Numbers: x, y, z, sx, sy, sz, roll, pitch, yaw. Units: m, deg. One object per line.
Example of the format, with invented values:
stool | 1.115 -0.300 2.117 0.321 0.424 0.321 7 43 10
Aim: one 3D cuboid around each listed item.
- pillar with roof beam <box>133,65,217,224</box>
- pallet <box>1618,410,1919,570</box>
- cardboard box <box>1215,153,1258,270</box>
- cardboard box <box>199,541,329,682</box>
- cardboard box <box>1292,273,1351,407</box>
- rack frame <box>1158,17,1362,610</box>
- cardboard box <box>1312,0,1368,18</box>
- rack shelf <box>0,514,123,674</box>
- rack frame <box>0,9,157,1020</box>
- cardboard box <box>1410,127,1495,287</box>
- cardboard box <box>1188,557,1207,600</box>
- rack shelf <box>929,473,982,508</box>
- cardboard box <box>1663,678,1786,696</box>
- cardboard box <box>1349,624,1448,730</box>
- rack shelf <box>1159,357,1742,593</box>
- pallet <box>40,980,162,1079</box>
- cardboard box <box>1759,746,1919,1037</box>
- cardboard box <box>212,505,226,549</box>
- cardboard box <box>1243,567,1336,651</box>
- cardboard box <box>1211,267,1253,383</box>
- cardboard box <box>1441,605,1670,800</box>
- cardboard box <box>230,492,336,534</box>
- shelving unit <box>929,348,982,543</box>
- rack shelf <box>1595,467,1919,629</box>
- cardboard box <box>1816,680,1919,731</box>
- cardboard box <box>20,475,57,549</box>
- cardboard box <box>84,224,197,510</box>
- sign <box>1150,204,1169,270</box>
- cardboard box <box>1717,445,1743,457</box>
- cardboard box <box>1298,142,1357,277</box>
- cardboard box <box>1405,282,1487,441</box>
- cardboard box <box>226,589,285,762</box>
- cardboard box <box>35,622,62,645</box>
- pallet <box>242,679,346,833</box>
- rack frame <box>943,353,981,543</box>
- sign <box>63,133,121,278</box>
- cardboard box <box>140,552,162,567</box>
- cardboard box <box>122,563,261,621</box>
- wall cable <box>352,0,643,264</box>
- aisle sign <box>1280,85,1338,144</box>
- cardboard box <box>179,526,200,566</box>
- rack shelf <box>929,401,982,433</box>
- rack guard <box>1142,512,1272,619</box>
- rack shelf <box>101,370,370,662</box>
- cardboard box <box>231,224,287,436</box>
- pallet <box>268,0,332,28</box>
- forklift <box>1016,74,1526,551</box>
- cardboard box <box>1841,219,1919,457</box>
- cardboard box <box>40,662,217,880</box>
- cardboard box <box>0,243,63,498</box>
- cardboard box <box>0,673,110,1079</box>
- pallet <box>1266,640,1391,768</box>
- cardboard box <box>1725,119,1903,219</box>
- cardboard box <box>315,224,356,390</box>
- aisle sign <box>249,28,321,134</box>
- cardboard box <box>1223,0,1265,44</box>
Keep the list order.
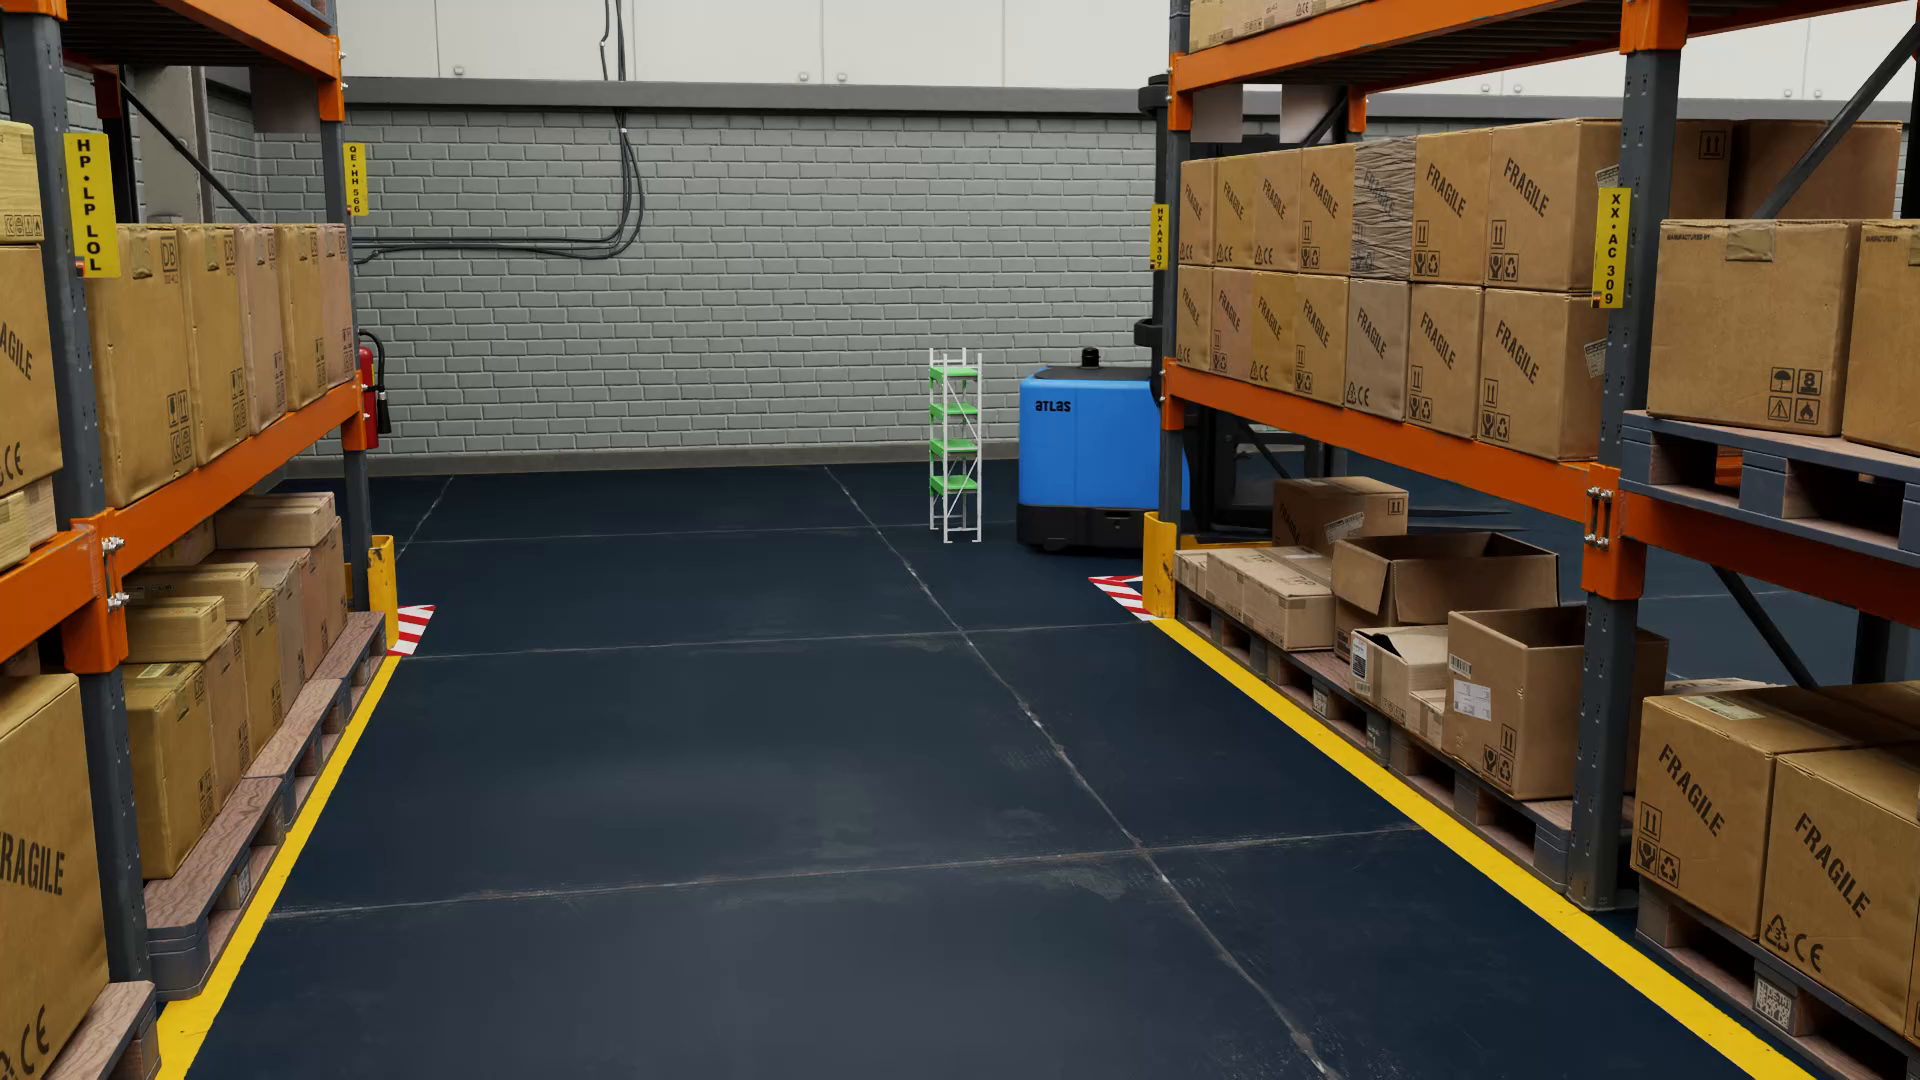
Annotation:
pillar with roof beam | -0.462 -4.519 10.370 9.100 9.000 0.400 -2 11 -11
pallet | 2.374 -0.154 3.995 1.003 0.211 1.213 -2 11 -11
cardboard box | 1.484 -1.486 7.539 0.500 0.500 0.500 -2 11 -10
cardboard box | -2.979 0.287 6.729 0.700 0.500 0.500 -2 11 -11
cardboard box | 1.671 -0.812 6.673 0.500 0.500 0.500 -2 11 -10
rack frame | 1.547 -1.132 8.622 1.000 3.000 0.127 -2 11 -11
cardboard box | 1.685 -2.153 6.366 0.500 0.250 0.500 -2 11 -11
rack shelf | -2.144 0.502 1.958 1.077 0.370 4.000 -2 11 -11
rack frame | -2.533 -0.218 3.818 1.000 3.000 0.127 -2 11 -11
cardboard box | 1.871 -1.116 5.596 0.500 0.500 0.500 -2 11 -12
cardboard box | 1.340 0.179 8.136 0.380 0.166 0.250 -2 11 -11
rack shelf | -0.032 -0.321 10.801 0.258 0.148 0.480 -2 11 -11
cardboard box | 2.456 0.621 5.424 0.500 0.311 0.500 -2 11 -11
cardboard box | 1.791 0.474 6.196 0.500 0.311 0.500 -2 11 -11
rack shelf | 1.936 -0.412 6.763 1.077 0.370 4.000 -2 11 -11
pallet | -2.309 1.291 3.350 1.003 0.211 1.213 -2 11 -11
cardboard box | 2.295 0.808 3.936 0.500 0.500 0.500 -2 11 -10
cardboard box | -3.198 -0.046 6.745 0.380 0.149 0.250 -2 11 -11
cardboard box | 1.570 0.296 7.297 0.500 0.250 0.500 -2 11 -11
cardboard box | 1.481 -0.996 7.639 0.500 0.500 0.500 -2 11 -12
cardboard box | 1.936 0.519 5.455 0.500 0.500 0.500 -2 11 -11
cardboard box | -2.873 -0.107 7.062 0.380 0.149 0.250 -2 11 -12
shelving unit | -0.032 -0.620 10.744 0.258 1.200 0.503 -2 11 -11
rack shelf | 2.714 0.322 2.908 1.077 0.370 4.000 -2 11 -11
cardboard box | 2.703 0.693 4.540 0.500 0.500 0.500 -2 11 -11
cardboard box | -2.189 -0.052 3.568 0.380 0.149 0.250 -2 11 -10
cardboard box | -2.622 -0.465 4.316 0.980 0.700 0.700 -2 11 -10
sign | 1.015 -1.538 8.438 0.100 0.325 0.005 -2 11 -11
cardboard box | 2.494 -0.551 5.302 0.500 0.500 0.500 -2 11 -10
cardboard box | 1.676 -1.301 6.567 0.500 0.500 0.500 -2 11 -12
cardboard box | 1.875 -0.625 5.688 0.500 0.500 0.500 -2 11 -9
cardboard box | -2.770 0.477 5.732 0.700 0.500 0.500 -2 11 -10
cardboard box | -2.901 0.233 5.276 0.380 0.149 0.250 -2 11 -13
pallet | -2.845 0.786 6.004 1.003 0.211 1.213 -2 11 -11
rack frame | 0.015 -0.575 10.509 0.240 1.200 0.015 -2 11 -11
sign | -2.002 -0.769 3.830 0.100 0.325 0.005 -2 11 -11
cardboard box | -3.000 0.140 5.768 0.380 0.149 0.250 -2 11 -12
cardboard box | -2.567 0.179 5.560 0.380 0.149 0.250 -2 11 -13
wall cable | -4.060 -3.423 12.920 3.097 2.526 0.112 -2 11 -11
aisle sign | 1.835 -2.433 8.504 0.394 0.787 0.004 -2 11 -11
cardboard box | -3.099 0.046 6.259 0.380 0.149 0.250 -2 11 -10
rack shelf | -0.032 -0.793 10.711 0.258 0.148 0.480 -2 11 -11
rack guard | 1.562 0.110 8.783 1.175 0.500 0.348 -2 11 -11
rack shelf | -2.922 -0.231 5.812 1.077 0.370 4.000 -2 11 -11
cardboard box | -2.910 -0.732 5.719 0.980 0.700 0.700 -3 11 -14
pallet | -3.156 -2.246 6.687 1.003 0.211 1.213 -2 11 -11
forklift | 1.916 -1.395 10.184 3.031 2.935 1.130 2 11 10
cardboard box | 2.394 -0.435 3.570 0.700 0.500 0.500 0 11 -2
cardboard box | -2.578 0.663 4.753 0.700 0.500 0.500 -2 11 -10
cardboard box | -2.196 -0.347 3.382 0.500 0.500 0.500 -2 11 -12
cardboard box | -2.279 0.747 3.378 0.750 0.750 0.750 -2 11 -10
pallet | 1.952 0.621 6.869 1.003 0.211 1.213 -2 11 -11
cardboard box | 2.510 -1.035 5.173 0.500 0.500 0.500 -2 11 -10
cardboard box | -3.202 -1.006 7.155 0.980 0.700 0.700 -2 11 -8
aisle sign | -3.031 -2.253 7.556 0.394 0.787 0.004 -2 11 -11
cardboard box | 1.483 -2.336 7.328 0.500 0.250 0.500 -2 11 -11
